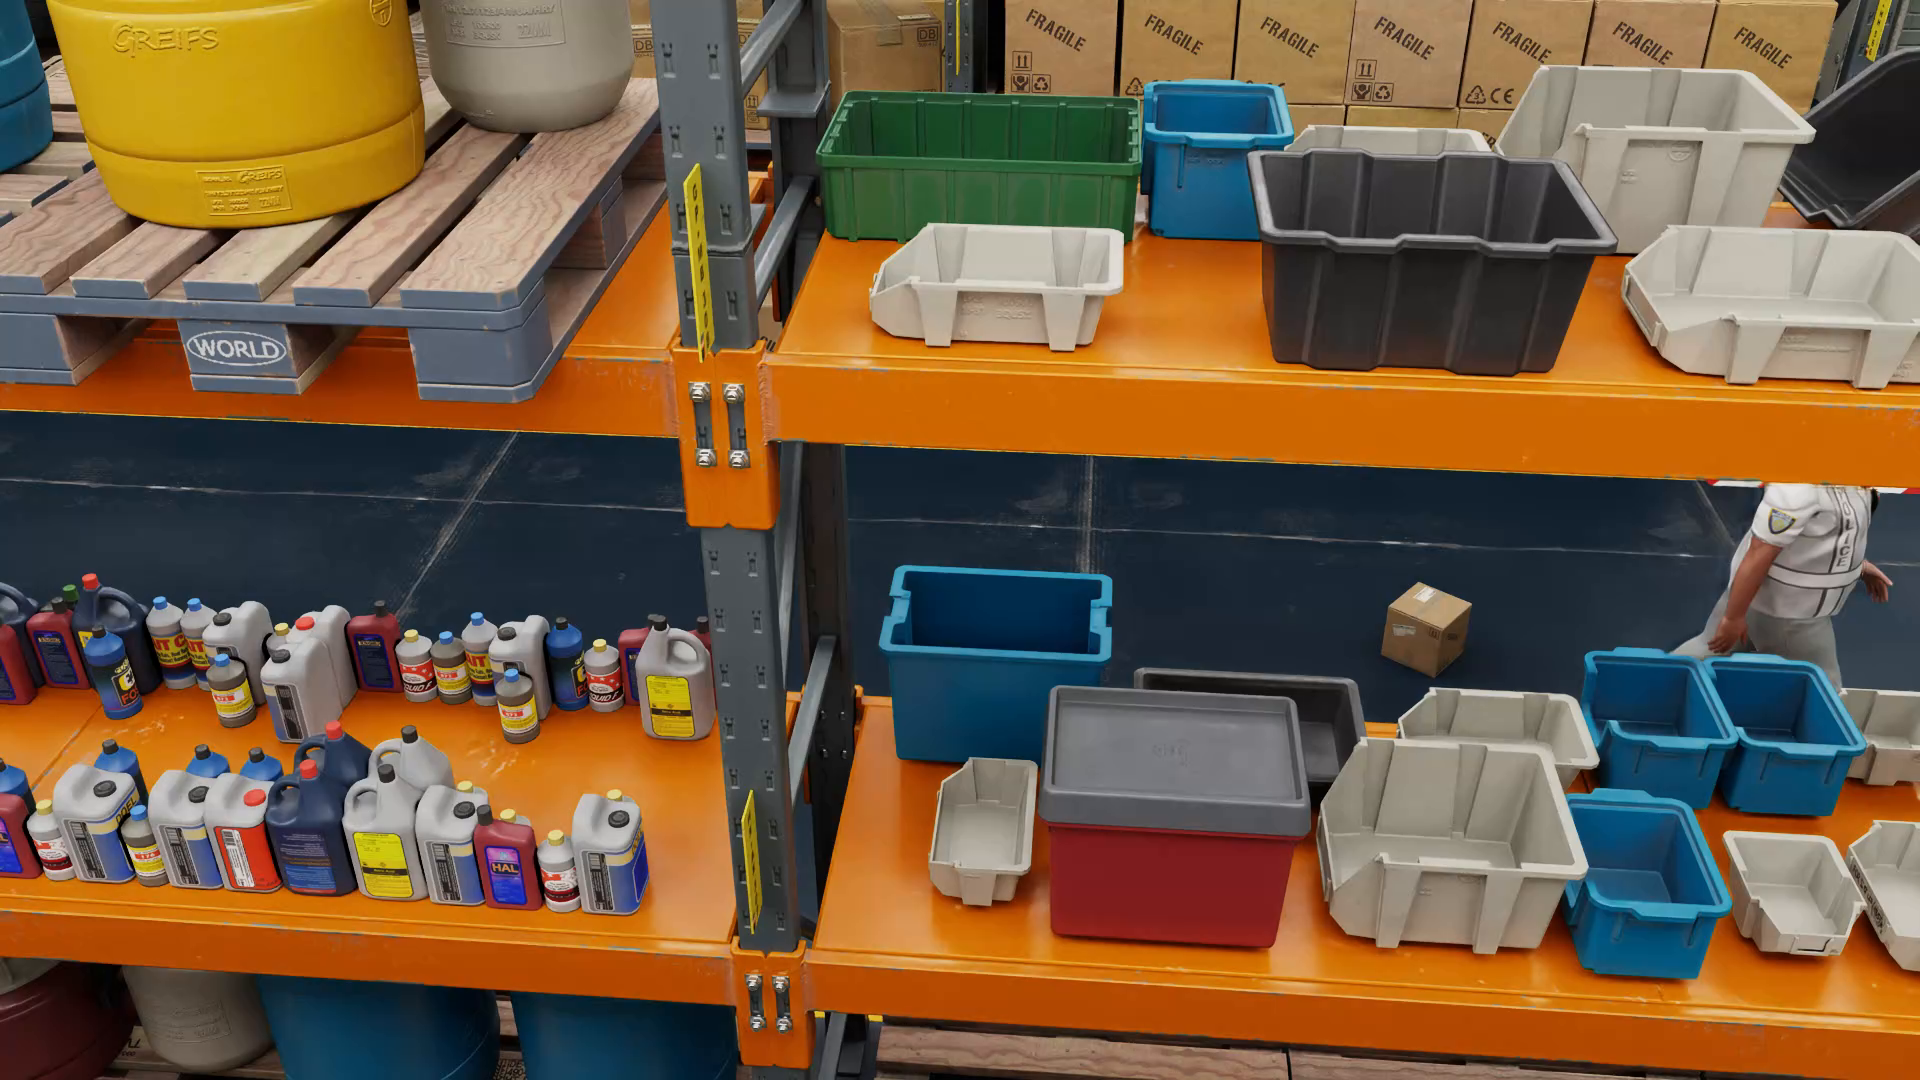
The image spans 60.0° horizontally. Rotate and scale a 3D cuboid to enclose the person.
[{"bbox_3d":[3.002,0.167,5.812,1.038,1.711,0.556,15,35,23],"label":"person"}]
